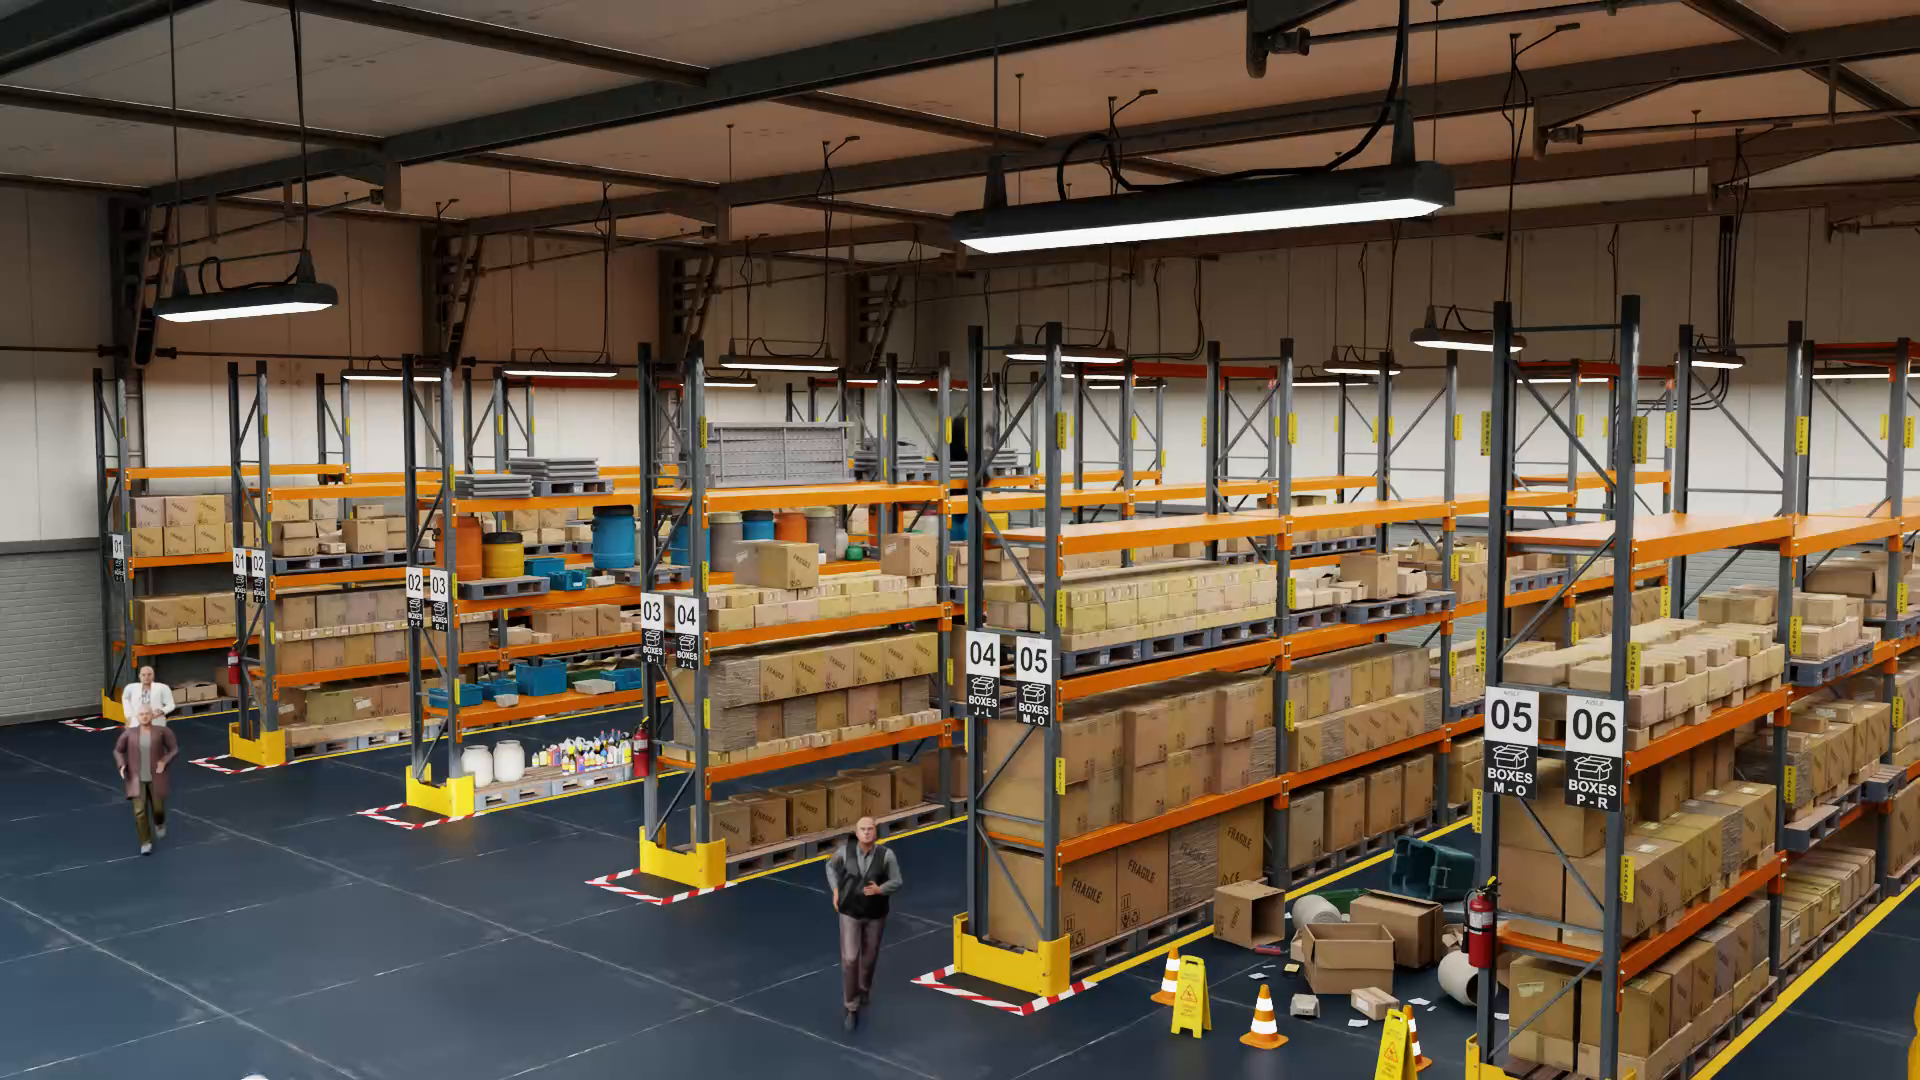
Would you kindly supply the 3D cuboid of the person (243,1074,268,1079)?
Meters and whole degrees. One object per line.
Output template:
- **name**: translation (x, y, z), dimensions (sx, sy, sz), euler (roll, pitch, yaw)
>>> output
- **person**: translation (-3.737, 3.669, 8.839), dimensions (0.594, 1.689, 0.895), euler (-2, 4, -20)

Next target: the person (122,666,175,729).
- **person**: translation (-11.101, 2.607, 22.769), dimensions (0.652, 1.807, 1.026), euler (-2, 5, -25)

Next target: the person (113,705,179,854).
- **person**: translation (-9.725, 2.837, 19.874), dimensions (0.713, 1.730, 0.753), euler (-2, 5, -22)

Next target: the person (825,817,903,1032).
- **person**: translation (-0.820, 3.262, 14.319), dimensions (0.656, 1.771, 0.725), euler (0, 4, -7)
